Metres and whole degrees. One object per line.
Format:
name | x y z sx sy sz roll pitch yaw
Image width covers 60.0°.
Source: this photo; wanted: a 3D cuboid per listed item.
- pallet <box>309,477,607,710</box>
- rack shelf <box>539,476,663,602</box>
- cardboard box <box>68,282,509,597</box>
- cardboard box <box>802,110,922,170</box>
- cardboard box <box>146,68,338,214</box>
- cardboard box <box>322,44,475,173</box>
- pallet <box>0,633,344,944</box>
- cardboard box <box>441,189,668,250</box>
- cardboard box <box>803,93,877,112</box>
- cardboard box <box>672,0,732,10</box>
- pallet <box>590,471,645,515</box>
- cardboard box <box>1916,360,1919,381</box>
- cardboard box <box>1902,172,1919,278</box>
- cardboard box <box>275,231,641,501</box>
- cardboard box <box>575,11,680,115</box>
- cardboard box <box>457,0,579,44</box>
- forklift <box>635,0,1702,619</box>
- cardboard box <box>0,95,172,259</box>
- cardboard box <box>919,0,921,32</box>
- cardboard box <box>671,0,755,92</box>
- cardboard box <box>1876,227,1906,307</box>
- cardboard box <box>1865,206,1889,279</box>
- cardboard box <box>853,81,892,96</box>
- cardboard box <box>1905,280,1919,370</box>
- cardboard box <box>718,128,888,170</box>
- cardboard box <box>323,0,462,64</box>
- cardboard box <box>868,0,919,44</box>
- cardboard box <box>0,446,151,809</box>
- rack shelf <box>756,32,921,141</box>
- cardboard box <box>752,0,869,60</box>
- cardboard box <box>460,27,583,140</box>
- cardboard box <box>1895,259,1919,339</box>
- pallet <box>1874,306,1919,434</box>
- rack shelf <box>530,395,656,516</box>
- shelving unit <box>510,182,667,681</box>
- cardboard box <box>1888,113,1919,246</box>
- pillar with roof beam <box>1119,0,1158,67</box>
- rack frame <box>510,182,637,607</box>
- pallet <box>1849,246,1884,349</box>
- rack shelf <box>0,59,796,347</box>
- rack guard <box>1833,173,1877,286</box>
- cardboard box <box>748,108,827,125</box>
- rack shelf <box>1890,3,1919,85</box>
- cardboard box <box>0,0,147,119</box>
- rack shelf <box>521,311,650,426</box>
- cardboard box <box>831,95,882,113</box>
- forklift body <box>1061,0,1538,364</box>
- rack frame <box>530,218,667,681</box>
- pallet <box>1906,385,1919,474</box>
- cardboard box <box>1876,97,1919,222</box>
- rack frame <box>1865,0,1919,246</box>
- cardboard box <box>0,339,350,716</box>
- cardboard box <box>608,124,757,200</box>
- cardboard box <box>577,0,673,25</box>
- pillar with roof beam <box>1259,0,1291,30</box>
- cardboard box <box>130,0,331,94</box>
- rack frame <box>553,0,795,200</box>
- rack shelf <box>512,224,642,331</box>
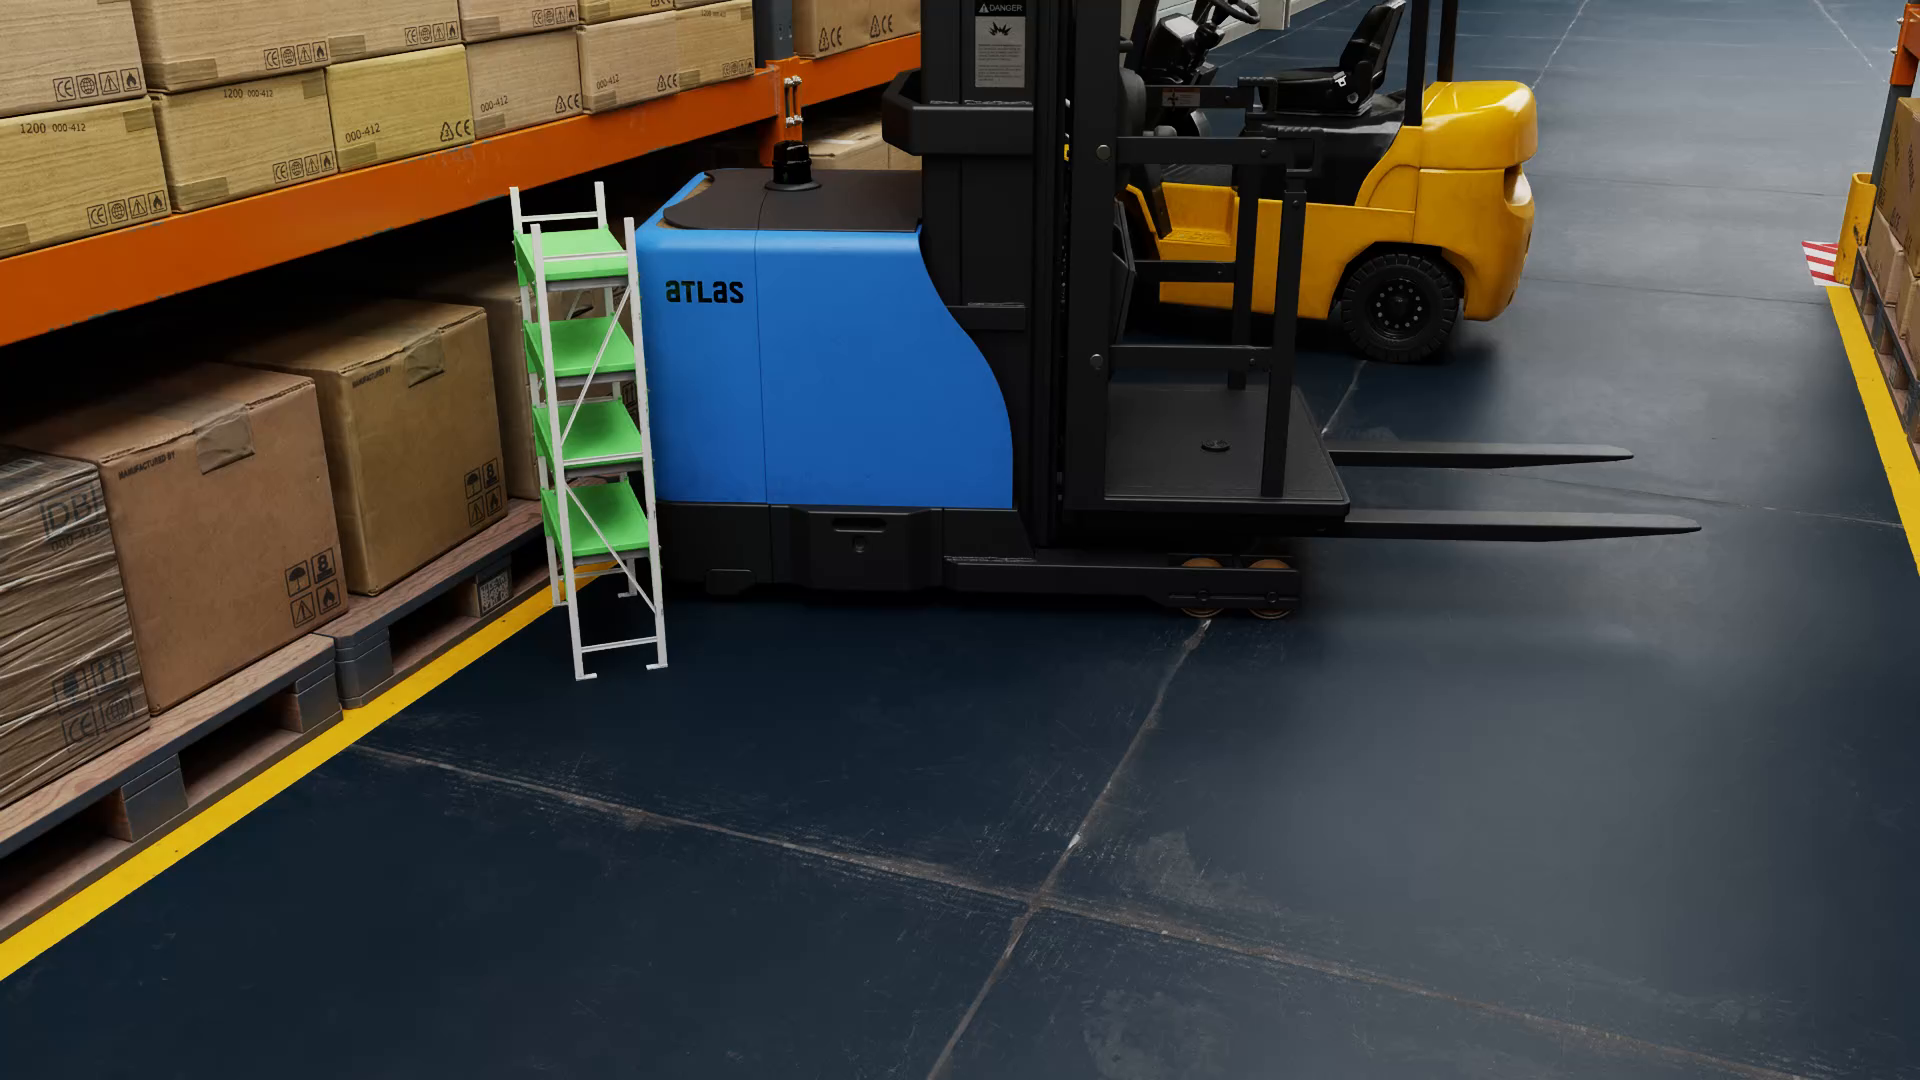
pallet | -1.769 0.052 4.851 1.003 0.211 1.213 9 24 20
rack shelf | -0.978 -0.010 4.506 0.258 0.148 0.480 -8 24 -18
cardboard box | -1.836 -0.306 4.626 0.875 0.625 0.625 8 24 18
cardboard box | -0.410 -1.638 7.005 0.500 0.250 0.500 9 24 20
cardboard box | -1.798 -0.930 3.778 0.500 0.250 0.500 8 24 18
cardboard box | -1.604 -1.115 4.222 0.500 0.250 0.500 10 25 22
pallet | -2.224 0.487 3.809 1.003 0.211 1.213 9 24 20
cardboard box | -1.264 -0.851 5.933 0.875 0.625 0.625 10 25 22
cardboard box | -0.702 -1.895 7.619 0.500 0.250 0.500 9 24 20
cardboard box | -1.025 -1.891 5.431 0.500 0.250 0.500 8 24 19
pallet | -1.318 -0.386 5.900 1.003 0.211 1.213 9 24 20
cardboard box | 3.688 -0.600 5.816 0.500 0.250 0.500 8 24 19
cardboard box | 4.067 -1.311 6.547 0.500 0.500 0.500 9 24 21
cardboard box | -1.559 -0.575 5.271 0.875 0.625 0.625 9 24 20
cardboard box | -1.206 -1.474 5.082 0.500 0.250 0.500 9 24 20
cardboard box | -1.405 -1.524 4.552 0.500 0.250 0.500 9 24 21
forklift | 0.627 -1.339 4.653 3.031 2.935 1.130 1 23 3
cardboard box | -1.983 -0.744 3.334 0.500 0.250 0.500 8 24 19
cardboard box | -0.308 -2.479 7.164 0.500 0.500 0.500 9 24 20
cardboard box | -1.025 -1.655 5.514 0.500 0.250 0.500 9 24 21
cardboard box | 4.262 -1.158 7.154 0.500 0.250 0.500 10 25 22
cardboard box | 4.459 -1.340 7.588 0.500 0.250 0.500 9 24 20
cardboard box | -0.523 -2.076 8.053 0.500 0.250 0.500 8 24 19
cardboard box | 3.881 -0.781 6.250 0.500 0.250 0.500 9 24 21
cardboard box | -0.609 -1.456 6.570 0.500 0.250 0.500 8 24 19
cardboard box | -1.610 -1.346 4.126 0.500 0.250 0.500 9 24 21
cardboard box | -0.495 -2.298 6.730 0.500 0.500 0.500 9 24 21
cardboard box | -2.322 0.170 3.486 0.875 0.625 0.625 10 25 22
rack shelf | -0.337 -2.326 7.859 1.077 0.370 4.000 9 24 20
cardboard box | -0.673 -2.109 6.278 0.500 0.500 0.500 8 24 19
cardboard box | -1.419 -1.301 4.667 0.500 0.250 0.500 9 24 20
cardboard box | 4.071 -0.961 6.682 0.500 0.250 0.500 11 25 24
pallet | 4.198 -0.629 6.483 1.003 0.211 1.213 9 24 20
rack shelf | -0.978 -0.232 4.413 0.258 0.148 0.480 -8 24 -18
shelving unit | -0.978 -0.291 4.389 0.258 1.200 0.503 -8 24 -18
cardboard box | 4.261 -1.490 6.974 0.500 0.500 0.500 8 24 18
pillar with roof beam | 5.536 -7.552 11.655 9.100 9.000 0.400 9 24 20
rack frame | -1.060 -0.379 4.601 0.240 1.200 0.015 -8 24 -18
pallet | 4.653 -1.064 7.524 1.003 0.211 1.213 9 24 20
rack shelf | -1.823 -0.894 4.432 1.077 0.370 4.000 9 24 20
rack guard | 4.987 -1.483 8.152 1.175 0.500 0.348 9 24 20
cardboard box | -0.903 -1.715 7.190 0.500 0.250 0.500 8 24 19
rack shelf | 4.273 -1.616 6.161 1.077 0.370 4.000 9 24 20
cardboard box | -1.987 -0.975 3.238 0.500 0.250 0.500 10 25 22
rack shelf | -0.978 -0.453 4.321 0.258 0.148 0.480 -8 24 -18
cardboard box | -0.236 -1.818 7.435 0.500 0.250 0.500 10 25 22
forklift body | 1.395 -2.042 7.348 2.313 2.155 1.214 9 24 20
rack frame | -0.896 -0.202 4.177 0.240 1.200 0.015 -8 24 -18
pallet | 3.746 -0.191 5.434 1.003 0.211 1.213 9 24 20
cardboard box | 4.451 -1.677 7.423 0.500 0.500 0.500 8 24 18
rack frame | 5.015 -2.664 7.736 1.000 3.000 0.127 9 24 20
cardboard box | -2.086 -0.065 4.049 0.875 0.625 0.625 10 25 22
cardboard box | -1.077 -1.532 6.751 0.500 0.250 0.500 9 24 21
cardboard box | -1.210 -1.706 4.988 0.500 0.250 0.500 8 24 19
pillar with roof beam | 7.764 -9.699 16.795 9.100 9.000 0.400 9 24 20
cardboard box | -1.776 -1.159 3.680 0.500 0.250 0.500 8 24 19
rack frame | -1.080 -1.942 6.007 1.000 3.000 0.127 9 24 20
rack shelf | -0.978 -0.674 4.228 0.258 0.148 0.480 -8 24 -18
